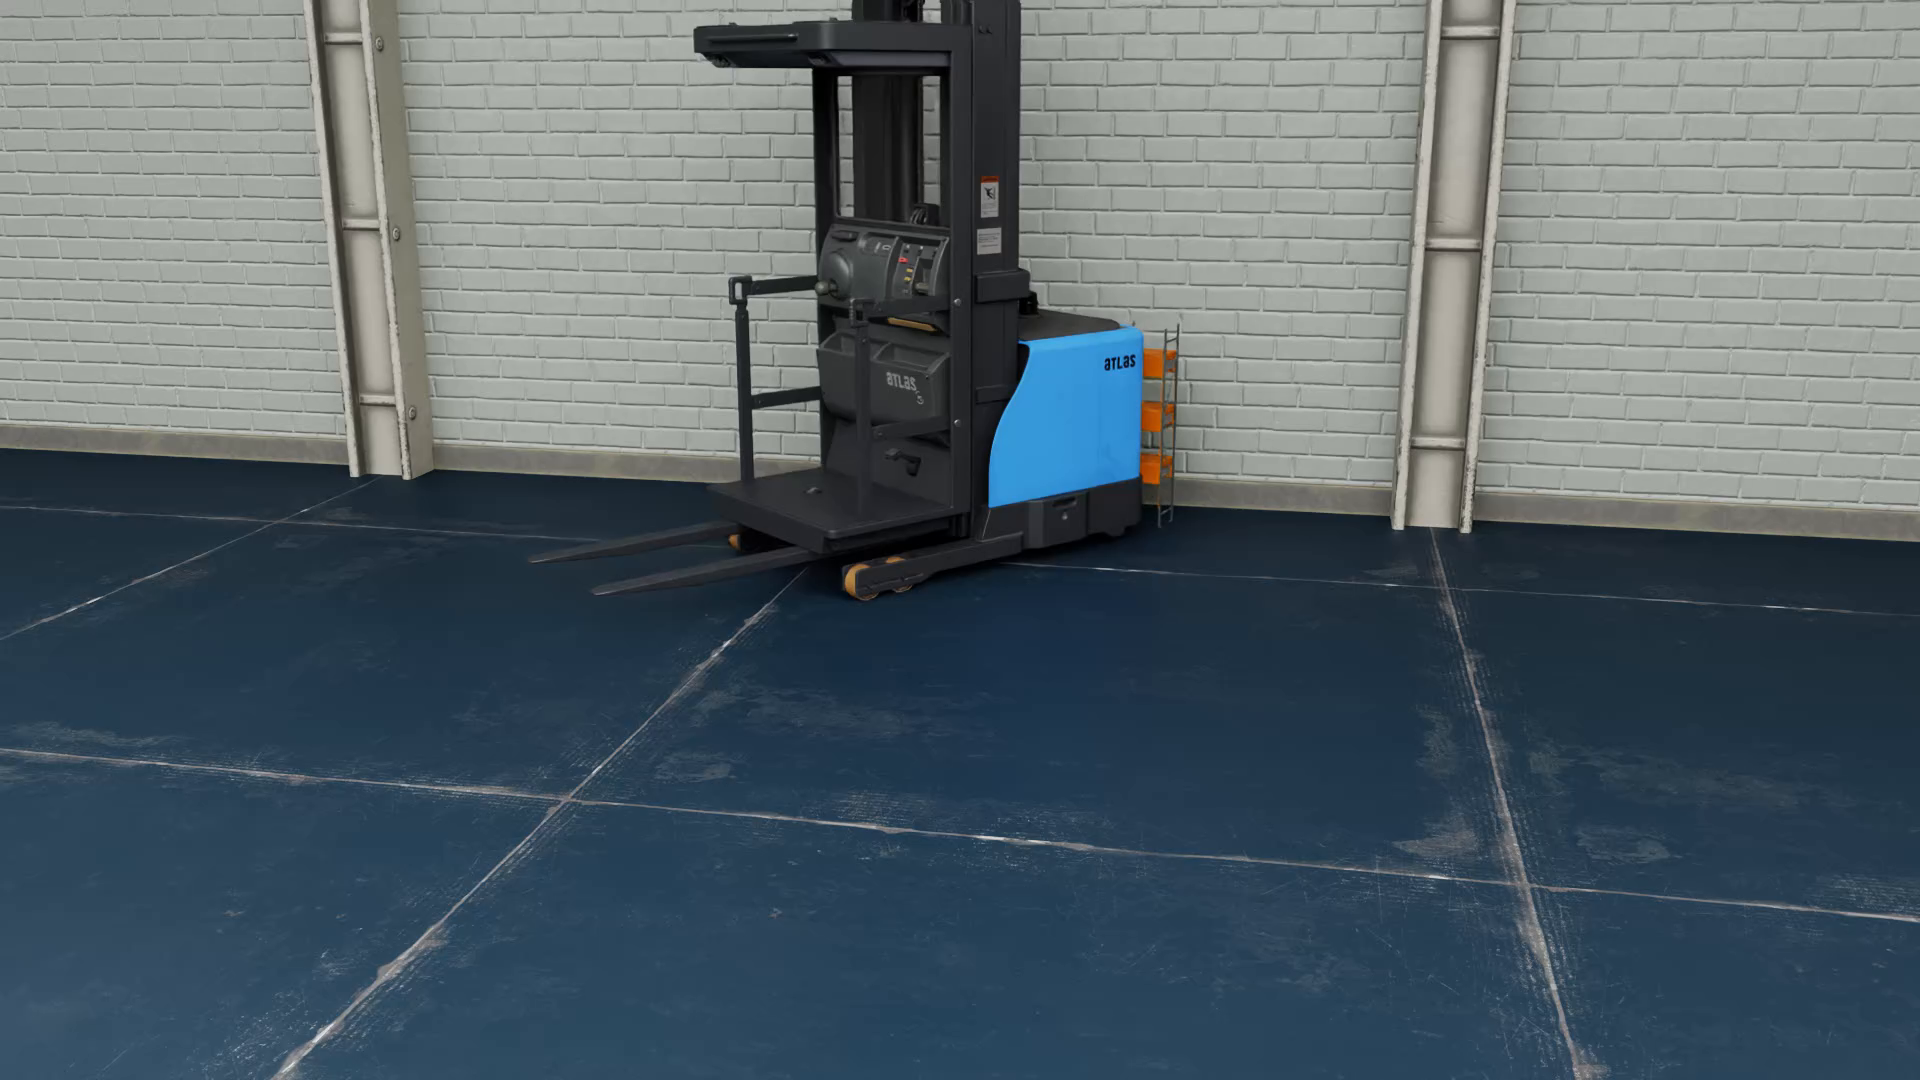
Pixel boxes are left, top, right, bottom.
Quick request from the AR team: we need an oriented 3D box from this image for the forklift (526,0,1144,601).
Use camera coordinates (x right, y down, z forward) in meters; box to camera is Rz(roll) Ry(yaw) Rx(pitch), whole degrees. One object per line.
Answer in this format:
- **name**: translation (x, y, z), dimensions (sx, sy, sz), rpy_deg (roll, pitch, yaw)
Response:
- **forklift**: translation (-0.529, -1.295, 7.678), dimensions (3.031, 2.935, 1.130), rpy_deg (-12, 20, -37)

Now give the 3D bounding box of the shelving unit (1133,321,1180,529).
- **shelving unit**: translation (0.977, -0.603, 8.703), dimensions (0.252, 1.050, 0.215), rpy_deg (8, 17, 27)

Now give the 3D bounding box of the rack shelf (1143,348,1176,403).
- **rack shelf**: translation (0.977, -0.867, 8.630), dimensions (0.240, 0.259, 0.215), rpy_deg (8, 17, 27)

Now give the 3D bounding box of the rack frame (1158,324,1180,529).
- **rack frame**: translation (1.085, -0.588, 8.649), dimensions (0.008, 1.050, 0.200), rpy_deg (8, 17, 27)

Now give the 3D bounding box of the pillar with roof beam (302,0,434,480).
- **pillar with roof beam**: translation (-4.249, -3.617, 4.691), dimensions (0.400, 9.000, 9.100), rpy_deg (3, 16, 11)

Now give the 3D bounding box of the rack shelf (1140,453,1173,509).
- **rack shelf**: translation (0.977, -0.325, 8.780), dimensions (0.240, 0.259, 0.215), rpy_deg (8, 17, 27)

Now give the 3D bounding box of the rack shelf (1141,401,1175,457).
- **rack shelf**: translation (0.977, -0.593, 8.706), dimensions (0.240, 0.259, 0.215), rpy_deg (8, 17, 27)

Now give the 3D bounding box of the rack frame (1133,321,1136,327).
- **rack frame**: translation (0.869, -0.618, 8.758), dimensions (0.008, 1.050, 0.200), rpy_deg (8, 17, 27)

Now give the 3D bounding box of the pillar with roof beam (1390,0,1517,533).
- **pillar with roof beam**: translation (1.630, -3.297, 3.539), dimensions (0.400, 9.000, 9.100), rpy_deg (3, 16, 11)
